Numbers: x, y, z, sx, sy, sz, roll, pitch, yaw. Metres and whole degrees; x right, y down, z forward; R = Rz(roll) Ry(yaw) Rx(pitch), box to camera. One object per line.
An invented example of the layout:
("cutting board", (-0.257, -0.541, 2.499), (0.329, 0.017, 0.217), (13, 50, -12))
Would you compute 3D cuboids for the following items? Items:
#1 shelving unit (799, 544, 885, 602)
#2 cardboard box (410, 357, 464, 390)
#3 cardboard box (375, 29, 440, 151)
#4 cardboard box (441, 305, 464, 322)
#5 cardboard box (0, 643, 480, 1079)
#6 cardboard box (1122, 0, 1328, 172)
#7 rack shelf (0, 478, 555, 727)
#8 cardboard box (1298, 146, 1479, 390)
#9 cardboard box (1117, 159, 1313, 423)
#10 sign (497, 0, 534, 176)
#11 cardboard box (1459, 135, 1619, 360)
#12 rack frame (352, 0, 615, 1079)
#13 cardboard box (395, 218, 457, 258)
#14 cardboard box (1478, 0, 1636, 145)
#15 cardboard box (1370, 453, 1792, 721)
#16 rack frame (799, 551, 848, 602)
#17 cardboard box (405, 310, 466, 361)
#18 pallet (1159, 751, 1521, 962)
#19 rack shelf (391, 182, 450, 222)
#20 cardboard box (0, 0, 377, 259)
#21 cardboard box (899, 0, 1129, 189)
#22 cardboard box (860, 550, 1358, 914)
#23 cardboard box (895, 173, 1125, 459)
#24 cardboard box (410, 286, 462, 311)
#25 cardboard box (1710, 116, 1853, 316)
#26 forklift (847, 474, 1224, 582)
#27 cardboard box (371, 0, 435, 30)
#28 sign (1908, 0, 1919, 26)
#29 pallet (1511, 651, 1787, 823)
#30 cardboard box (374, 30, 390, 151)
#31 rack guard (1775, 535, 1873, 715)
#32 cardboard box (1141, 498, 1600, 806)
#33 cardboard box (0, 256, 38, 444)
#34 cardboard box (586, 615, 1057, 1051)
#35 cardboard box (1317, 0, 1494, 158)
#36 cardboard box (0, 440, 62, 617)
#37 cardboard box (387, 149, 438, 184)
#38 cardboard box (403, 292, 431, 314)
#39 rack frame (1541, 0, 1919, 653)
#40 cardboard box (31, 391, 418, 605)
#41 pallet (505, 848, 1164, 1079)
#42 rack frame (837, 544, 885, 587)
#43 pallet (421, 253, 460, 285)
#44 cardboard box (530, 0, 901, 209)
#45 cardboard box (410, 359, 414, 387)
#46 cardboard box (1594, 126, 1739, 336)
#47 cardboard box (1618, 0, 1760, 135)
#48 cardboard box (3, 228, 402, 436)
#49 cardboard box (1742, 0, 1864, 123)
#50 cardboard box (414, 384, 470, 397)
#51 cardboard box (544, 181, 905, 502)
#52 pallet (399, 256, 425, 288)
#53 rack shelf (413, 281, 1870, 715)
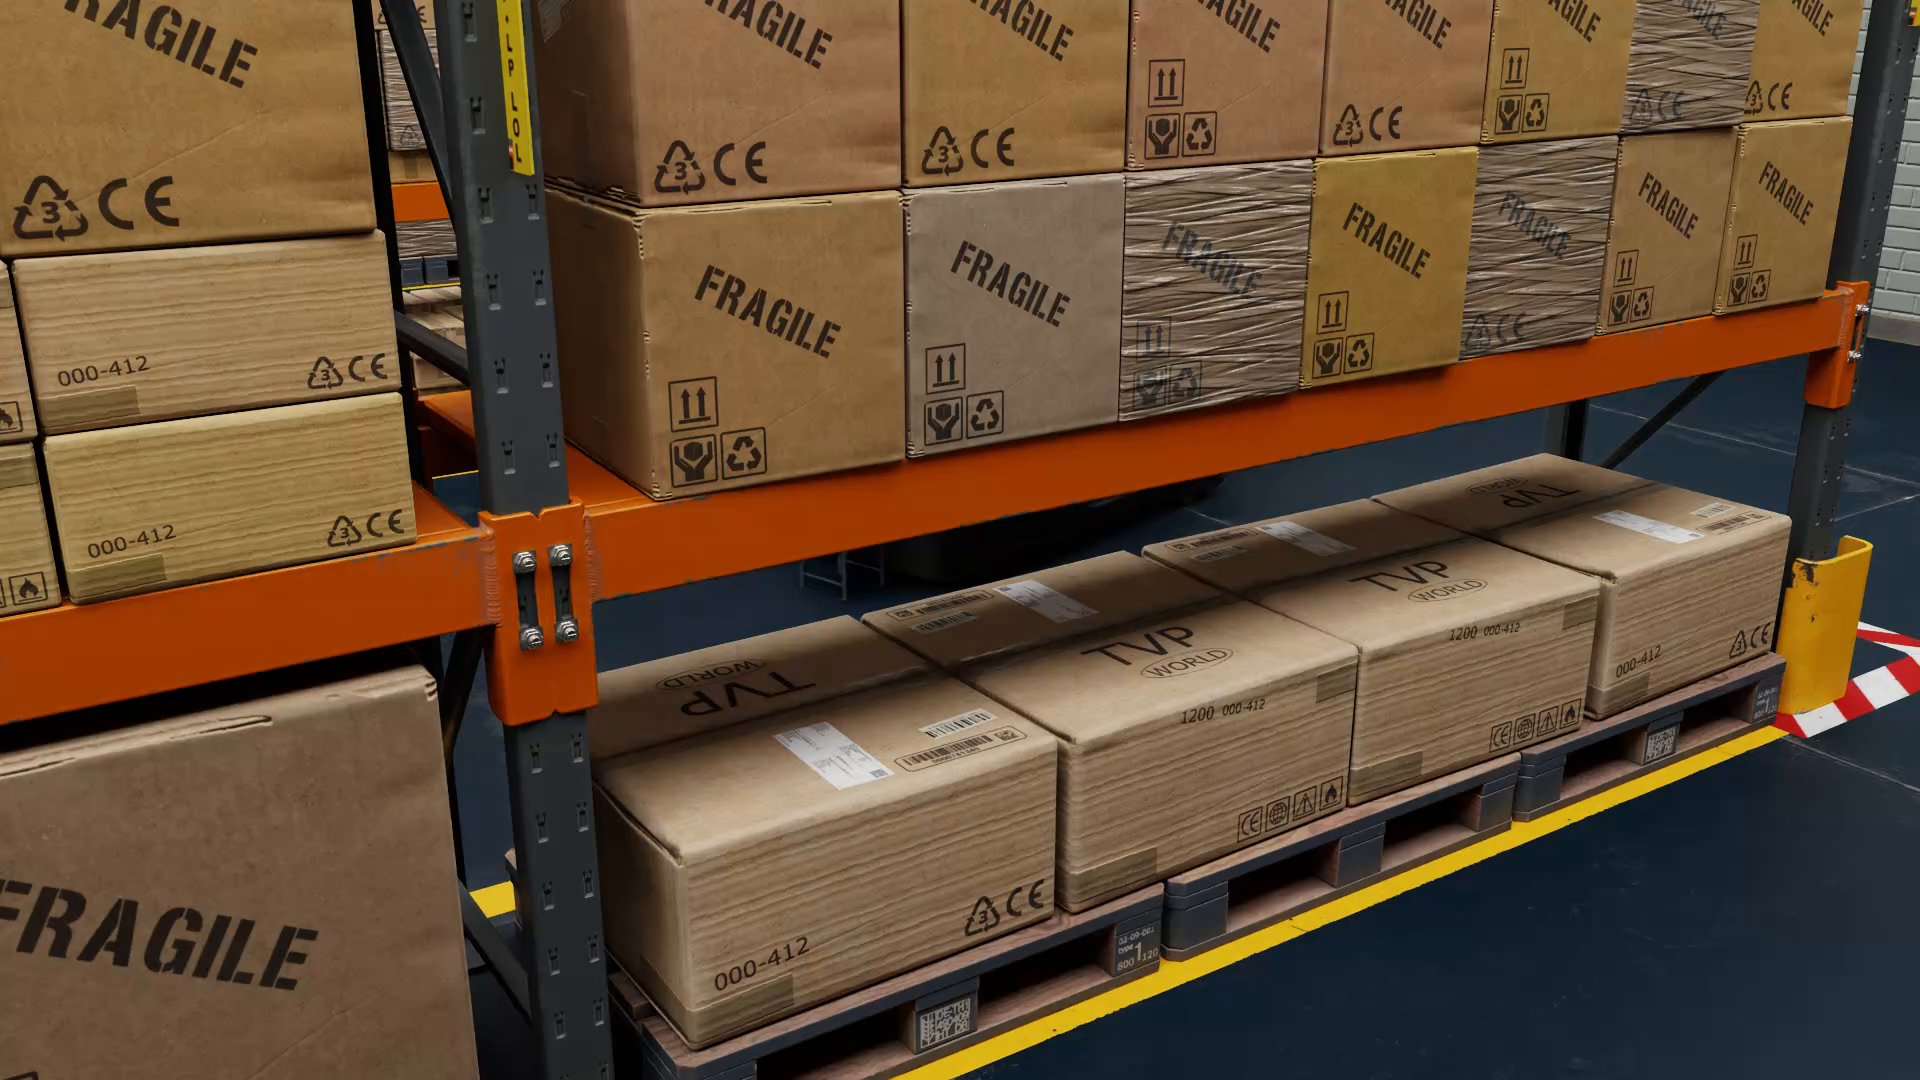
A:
("shelving unit", (-0.439, -0.250, 6.078), (0.258, 0.900, 0.210), (15, 24, 37))
("cardboard box", (-2.491, -0.833, 7.857), (0.250, 0.149, 0.380), (-11, 21, -29))
("cardboard box", (-2.383, -2.032, 7.451), (0.500, 0.500, 0.500), (-12, 22, -33))
("cardboard box", (-2.292, -1.027, 7.965), (0.250, 0.149, 0.380), (-13, 23, -34))
("cardboard box", (-1.452, 0.589, 2.981), (0.875, 0.875, 0.875), (-11, 22, -30))
("cardboard box", (0.412, -1.064, 3.491), (0.500, 0.500, 0.500), (-11, 22, -30))
("rack shelf", (-2.649, 0.344, 2.168), (4.000, 0.370, 1.077), (-12, 22, -31))
("cardboard box", (0.829, -0.674, 3.897), (0.500, 0.500, 0.500), (-11, 22, -30))
("cardboard box", (0.399, -0.583, 3.629), (0.500, 0.500, 0.500), (-12, 22, -31))
("sign", (-0.672, -0.717, 2.498), (0.005, 0.325, 0.100), (-12, 22, -31))
("cardboard box", (1.253, -0.768, 4.177), (0.500, 0.500, 0.500), (-11, 22, -30))
("rack frame", (-0.978, -0.349, 3.095), (0.127, 3.000, 1.000), (-12, 22, -31))
("cardboard box", (-4.339, -2.603, 12.422), (0.875, 0.875, 0.875), (-12, 22, -31))
("cardboard box", (1.255, -1.240, 4.012), (0.500, 0.500, 0.500), (-12, 22, -32))
("cardboard box", (1.866, 0.104, 5.099), (0.875, 0.438, 0.875), (-13, 23, -33))
("rack frame", (-0.504, -0.225, 6.004), (0.240, 0.900, 0.006), (15, 24, 37))
("cardboard box", (-2.474, -0.957, 7.757), (0.250, 0.149, 0.380), (-11, 22, -30))
("pallet", (0.720, 0.642, 4.515), (1.213, 0.211, 1.003), (-12, 22, -31))
("rack shelf", (-2.115, -1.667, 8.116), (4.000, 0.370, 1.077), (-12, 22, -31))
("cardboard box", (-1.213, -0.725, 2.487), (0.500, 0.500, 0.500), (-11, 22, -30))
("cardboard box", (-0.022, -0.977, 3.233), (0.500, 0.500, 0.500), (-12, 22, -32))
("cardboard box", (0.352, 0.426, 4.147), (0.875, 0.438, 0.875), (-13, 22, -33))
("cardboard box", (-0.020, -0.497, 3.375), (0.500, 0.500, 0.500), (-12, 22, -31))
("cardboard box", (-2.582, -1.168, 8.381), (0.250, 0.149, 0.380), (-13, 23, -33))
("cardboard box", (2.105, -0.946, 4.702), (0.500, 0.500, 0.500), (-12, 22, -31))
("forklift", (0.517, -1.634, 7.003), (1.130, 2.935, 3.031), (15, 24, 37))
("cardboard box", (-2.412, -2.508, 7.297), (0.500, 0.500, 0.500), (-11, 22, -31))
("sign", (2.649, -1.567, 4.519), (0.005, 0.325, 0.100), (-12, 22, -31))
("pallet", (1.738, 0.429, 5.147), (1.213, 0.211, 1.003), (-12, 22, -31))
("cardboard box", (-2.824, -1.953, 7.217), (0.500, 0.500, 0.500), (-12, 22, -31))
("rack guard", (2.382, 0.126, 5.592), (0.348, 0.500, 1.175), (-12, 22, -31))
("cardboard box", (1.106, 0.267, 4.615), (0.875, 0.438, 0.875), (-11, 22, -30))
("cardboard box", (-1.626, -0.282, 2.350), (0.500, 0.250, 0.500), (-11, 22, -30))
("cardboard box", (-0.395, 0.584, 3.680), (0.875, 0.438, 0.875), (-12, 22, -32))
("cardboard box", (0.834, -1.152, 3.752), (0.500, 0.500, 0.500), (-12, 22, -32))
("cardboard box", (-1.640, -0.042, 2.421), (0.500, 0.250, 0.500), (-12, 22, -32))
("cardboard box", (-2.523, -1.699, 7.478), (0.250, 0.149, 0.380), (-11, 22, -30))
("cardboard box", (-2.801, -1.117, 8.231), (0.250, 0.149, 0.380), (-13, 23, -34))
("rack frame", (2.362, -1.054, 5.179), (0.127, 3.000, 1.000), (-12, 22, -31))
("cardboard box", (-1.214, -0.132, 2.686), (0.500, 0.250, 0.500), (-13, 22, -33))
("pallet", (-0.300, 0.859, 3.876), (1.213, 0.211, 1.003), (-12, 22, -31))
("rack frame", (-0.374, -0.275, 6.152), (0.240, 0.900, 0.006), (15, 24, 37))
("pallet", (-3.713, -2.222, 12.987), (1.213, 0.211, 1.003), (-12, 22, -31))
("cardboard box", (-0.448, -0.890, 2.975), (0.500, 0.500, 0.500), (-12, 22, -31))
("cardboard box", (-2.734, -0.791, 7.732), (0.250, 0.149, 0.380), (-13, 23, -34))
("cardboard box", (1.678, -0.861, 4.452), (0.500, 0.500, 0.500), (-12, 22, -33))
("cardboard box", (1.670, -1.326, 4.267), (0.500, 0.500, 0.500), (-12, 22, -31))
("cardboard box", (-1.213, -0.372, 2.617), (0.500, 0.250, 0.500), (-12, 22, -31))
("cardboard box", (2.091, -1.426, 4.563), (0.500, 0.500, 0.500), (-11, 22, -30))
("cardboard box", (-2.513, -0.702, 7.932), (0.250, 0.149, 0.380), (-13, 23, -34))
("cardboard box", (-0.442, -0.409, 3.116), (0.500, 0.500, 0.500), (-11, 22, -30))
("pallet", (-4.731, -2.008, 12.356), (1.213, 0.211, 1.003), (-12, 22, -31))
("rack shelf", (0.692, -0.361, 4.252), (4.000, 0.370, 1.077), (-12, 22, -31))
